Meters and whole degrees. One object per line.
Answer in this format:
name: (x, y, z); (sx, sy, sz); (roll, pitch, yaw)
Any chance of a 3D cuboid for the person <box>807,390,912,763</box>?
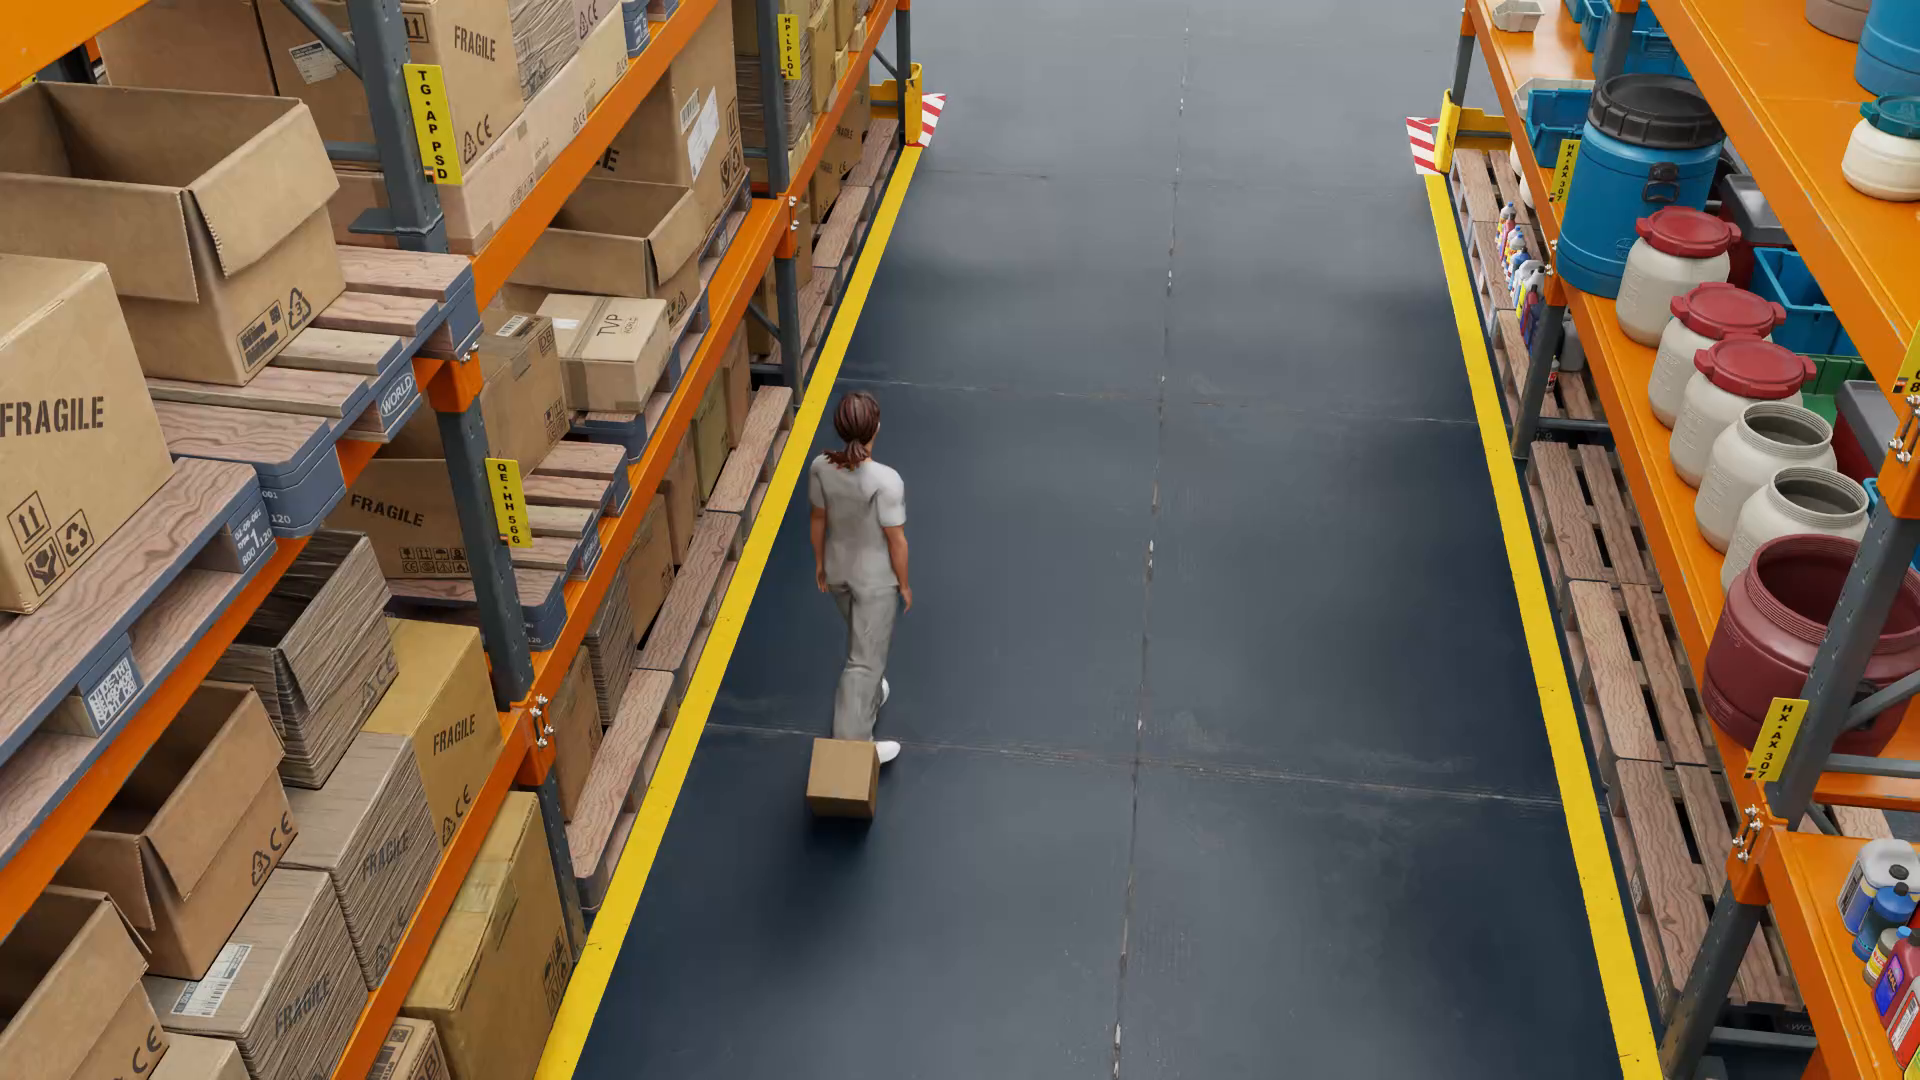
person: (-0.417, 0.168, 6.817); (0.485, 1.661, 0.568); (23, 42, 28)
